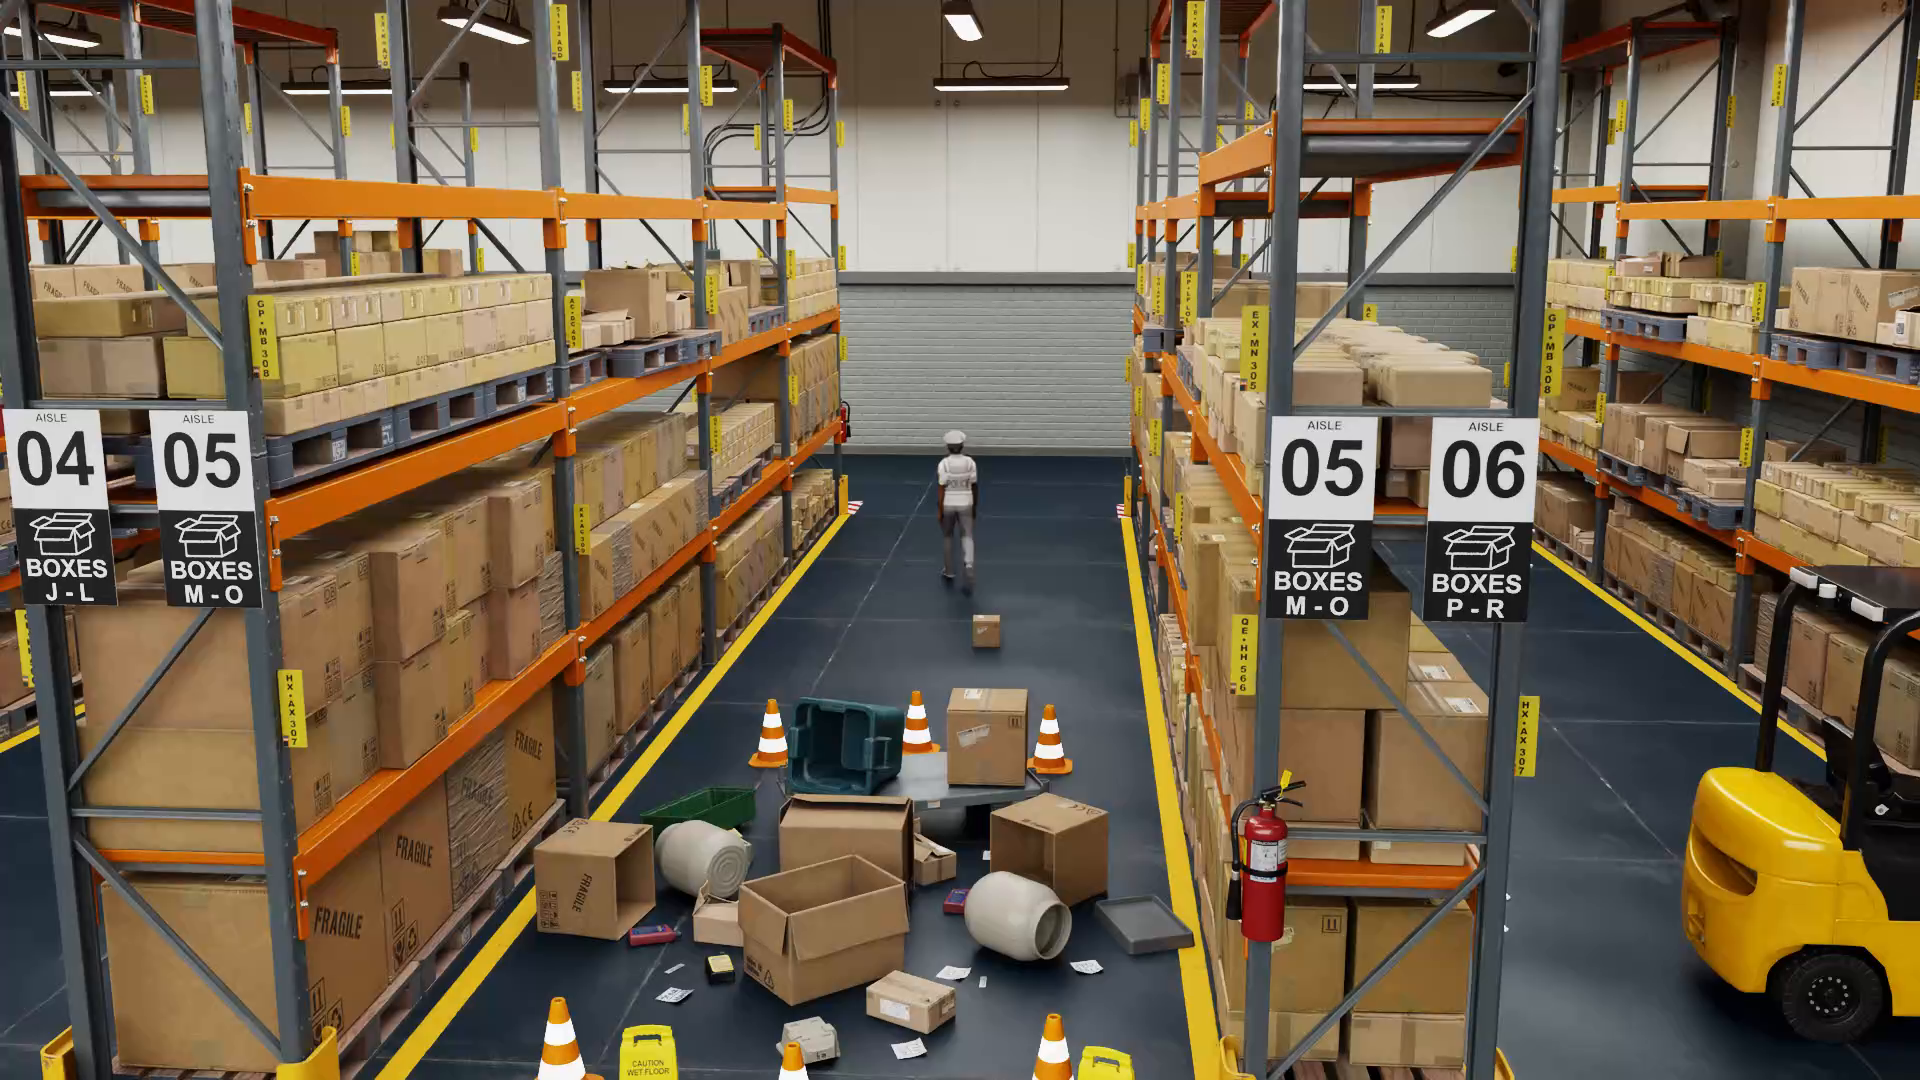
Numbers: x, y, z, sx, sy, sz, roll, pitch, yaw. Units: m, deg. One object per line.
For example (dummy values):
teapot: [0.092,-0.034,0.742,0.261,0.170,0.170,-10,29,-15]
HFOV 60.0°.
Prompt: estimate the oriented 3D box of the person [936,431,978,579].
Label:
person: [-0.024,-0.368,18.217,0.460,1.655,0.844,-2,11,-9]
